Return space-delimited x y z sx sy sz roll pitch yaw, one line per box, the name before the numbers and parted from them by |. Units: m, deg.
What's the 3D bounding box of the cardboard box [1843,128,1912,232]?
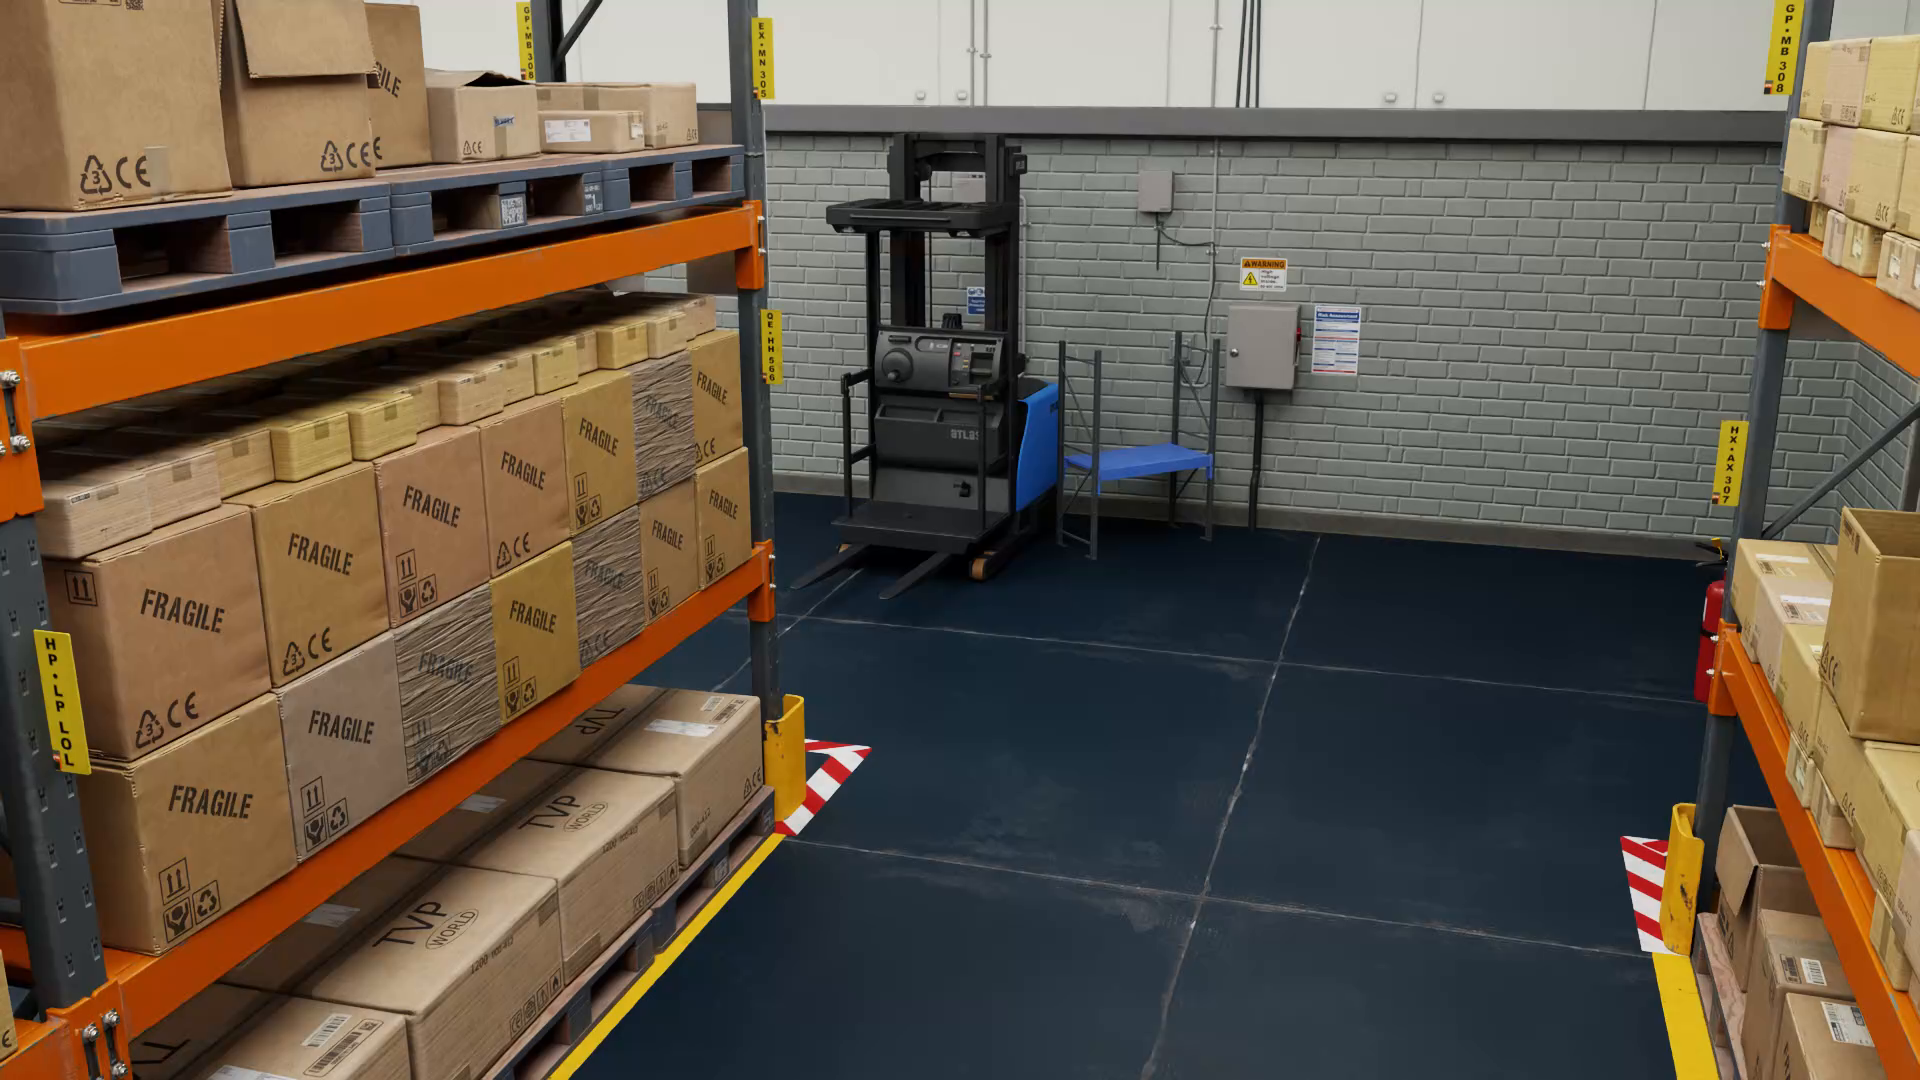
cardboard box | 2.753 -0.981 4.525 0.500 0.250 0.500 4 16 14

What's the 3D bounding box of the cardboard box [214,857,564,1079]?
cardboard box | -1.938 1.473 5.564 0.875 0.438 0.875 4 16 14

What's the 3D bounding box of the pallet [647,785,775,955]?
pallet | -1.489 1.343 7.207 1.003 0.211 1.213 5 16 16

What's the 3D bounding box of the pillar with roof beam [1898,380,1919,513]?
pillar with roof beam | 0.926 -3.685 8.831 9.100 9.000 0.400 5 16 16

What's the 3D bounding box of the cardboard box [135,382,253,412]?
cardboard box | -2.341 -0.374 4.948 0.380 0.149 0.250 4 16 15

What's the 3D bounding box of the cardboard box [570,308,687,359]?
cardboard box | -1.289 -0.803 6.459 0.380 0.149 0.250 4 16 15

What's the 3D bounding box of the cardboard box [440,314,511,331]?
cardboard box | -1.951 -0.780 6.378 0.380 0.149 0.250 4 16 14

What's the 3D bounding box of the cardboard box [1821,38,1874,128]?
cardboard box | 2.894 -1.356 4.929 0.500 0.250 0.500 5 16 15

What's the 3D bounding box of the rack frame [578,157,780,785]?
rack frame | -1.337 -0.214 7.585 1.000 3.000 0.127 5 16 16

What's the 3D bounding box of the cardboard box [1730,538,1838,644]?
cardboard box | 3.036 0.197 5.867 0.500 0.250 0.500 5 17 16

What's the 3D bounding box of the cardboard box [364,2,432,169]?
cardboard box | -2.054 -1.439 5.273 0.500 0.500 0.500 5 17 17

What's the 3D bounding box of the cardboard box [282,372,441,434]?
cardboard box | -1.820 -0.409 5.069 0.380 0.149 0.250 5 16 16

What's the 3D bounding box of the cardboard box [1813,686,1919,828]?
cardboard box | 2.627 0.597 4.456 0.500 0.250 0.500 4 16 14

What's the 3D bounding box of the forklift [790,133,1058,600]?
forklift | -0.222 -1.250 11.366 1.130 2.935 3.031 6 17 20

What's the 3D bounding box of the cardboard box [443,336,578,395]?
cardboard box | -1.557 -0.607 5.769 0.380 0.149 0.250 5 17 17

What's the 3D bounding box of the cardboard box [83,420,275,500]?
cardboard box | -2.045 -0.209 4.366 0.380 0.149 0.250 4 16 15

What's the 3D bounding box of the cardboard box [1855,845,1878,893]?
cardboard box | 2.591 0.832 4.358 0.380 0.149 0.250 5 16 16

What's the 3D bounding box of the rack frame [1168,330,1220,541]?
rack frame | 1.728 -0.774 12.309 0.032 1.500 0.500 -9 18 -28

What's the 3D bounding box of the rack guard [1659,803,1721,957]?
rack guard | 3.402 1.393 6.503 1.175 0.500 0.348 5 16 16

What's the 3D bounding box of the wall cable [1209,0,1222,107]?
wall cable | 0.730 -4.551 11.882 2.355 3.000 0.029 5 16 16

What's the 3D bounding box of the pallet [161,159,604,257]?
pallet | -1.882 -1.099 5.372 1.003 0.211 1.213 5 16 16

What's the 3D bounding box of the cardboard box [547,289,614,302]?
cardboard box | -1.703 -0.983 7.095 0.380 0.149 0.250 5 17 17

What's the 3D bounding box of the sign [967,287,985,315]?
sign | 0.214 -1.840 12.825 0.327 0.218 0.001 5 16 16

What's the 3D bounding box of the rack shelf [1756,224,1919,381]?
rack shelf | 2.855 -0.403 4.076 1.077 0.370 4.000 5 16 16

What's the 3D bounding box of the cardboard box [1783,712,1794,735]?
cardboard box | 2.867 0.559 5.322 0.380 0.149 0.250 5 17 18

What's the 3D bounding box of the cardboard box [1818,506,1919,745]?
cardboard box | 2.610 0.229 4.381 0.500 0.500 0.500 5 17 17

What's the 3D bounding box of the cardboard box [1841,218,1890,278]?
cardboard box | 2.734 -0.824 4.700 0.380 0.149 0.250 5 16 16

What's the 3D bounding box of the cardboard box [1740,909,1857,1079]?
cardboard box | 2.878 1.544 5.199 0.700 0.500 0.500 5 17 18

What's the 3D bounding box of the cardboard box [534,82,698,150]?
cardboard box | -1.378 -1.710 6.686 0.500 0.250 0.500 3 16 11

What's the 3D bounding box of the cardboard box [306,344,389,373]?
cardboard box | -2.184 -0.581 5.676 0.380 0.149 0.250 4 16 15

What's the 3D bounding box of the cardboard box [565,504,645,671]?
cardboard box | -1.514 0.151 6.118 0.500 0.500 0.500 5 17 17

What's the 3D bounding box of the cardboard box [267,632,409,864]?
cardboard box | -1.942 0.551 4.706 0.500 0.500 0.500 5 17 16

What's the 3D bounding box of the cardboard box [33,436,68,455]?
cardboard box | -2.512 -0.174 4.242 0.380 0.149 0.250 5 17 17

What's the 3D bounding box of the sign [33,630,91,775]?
sign | -1.951 0.354 3.609 0.100 0.325 0.005 5 16 16

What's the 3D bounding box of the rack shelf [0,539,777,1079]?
rack shelf | -1.905 0.656 5.839 1.077 0.370 4.000 5 16 16

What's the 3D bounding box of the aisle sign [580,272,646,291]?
aisle sign | -1.594 -1.506 7.376 0.394 0.787 0.004 5 16 16

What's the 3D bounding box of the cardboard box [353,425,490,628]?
cardboard box | -1.800 -0.067 5.052 0.500 0.500 0.500 5 17 17

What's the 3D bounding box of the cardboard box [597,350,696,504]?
cardboard box | -1.366 -0.459 6.435 0.500 0.500 0.500 5 16 16

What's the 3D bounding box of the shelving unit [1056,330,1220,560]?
shelving unit | 1.284 -0.706 12.071 1.048 1.500 0.538 -9 18 -28

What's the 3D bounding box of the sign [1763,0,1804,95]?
sign | 2.903 -1.735 5.851 0.100 0.325 0.005 5 16 16

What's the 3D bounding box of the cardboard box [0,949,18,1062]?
cardboard box | -2.359 1.042 3.433 0.500 0.250 0.500 4 16 15

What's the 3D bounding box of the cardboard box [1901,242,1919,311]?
cardboard box | 2.515 -0.627 4.008 0.380 0.149 0.250 5 17 17

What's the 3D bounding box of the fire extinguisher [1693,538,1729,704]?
fire extinguisher | 3.022 0.313 6.555 0.296 0.674 0.183 5 16 16
